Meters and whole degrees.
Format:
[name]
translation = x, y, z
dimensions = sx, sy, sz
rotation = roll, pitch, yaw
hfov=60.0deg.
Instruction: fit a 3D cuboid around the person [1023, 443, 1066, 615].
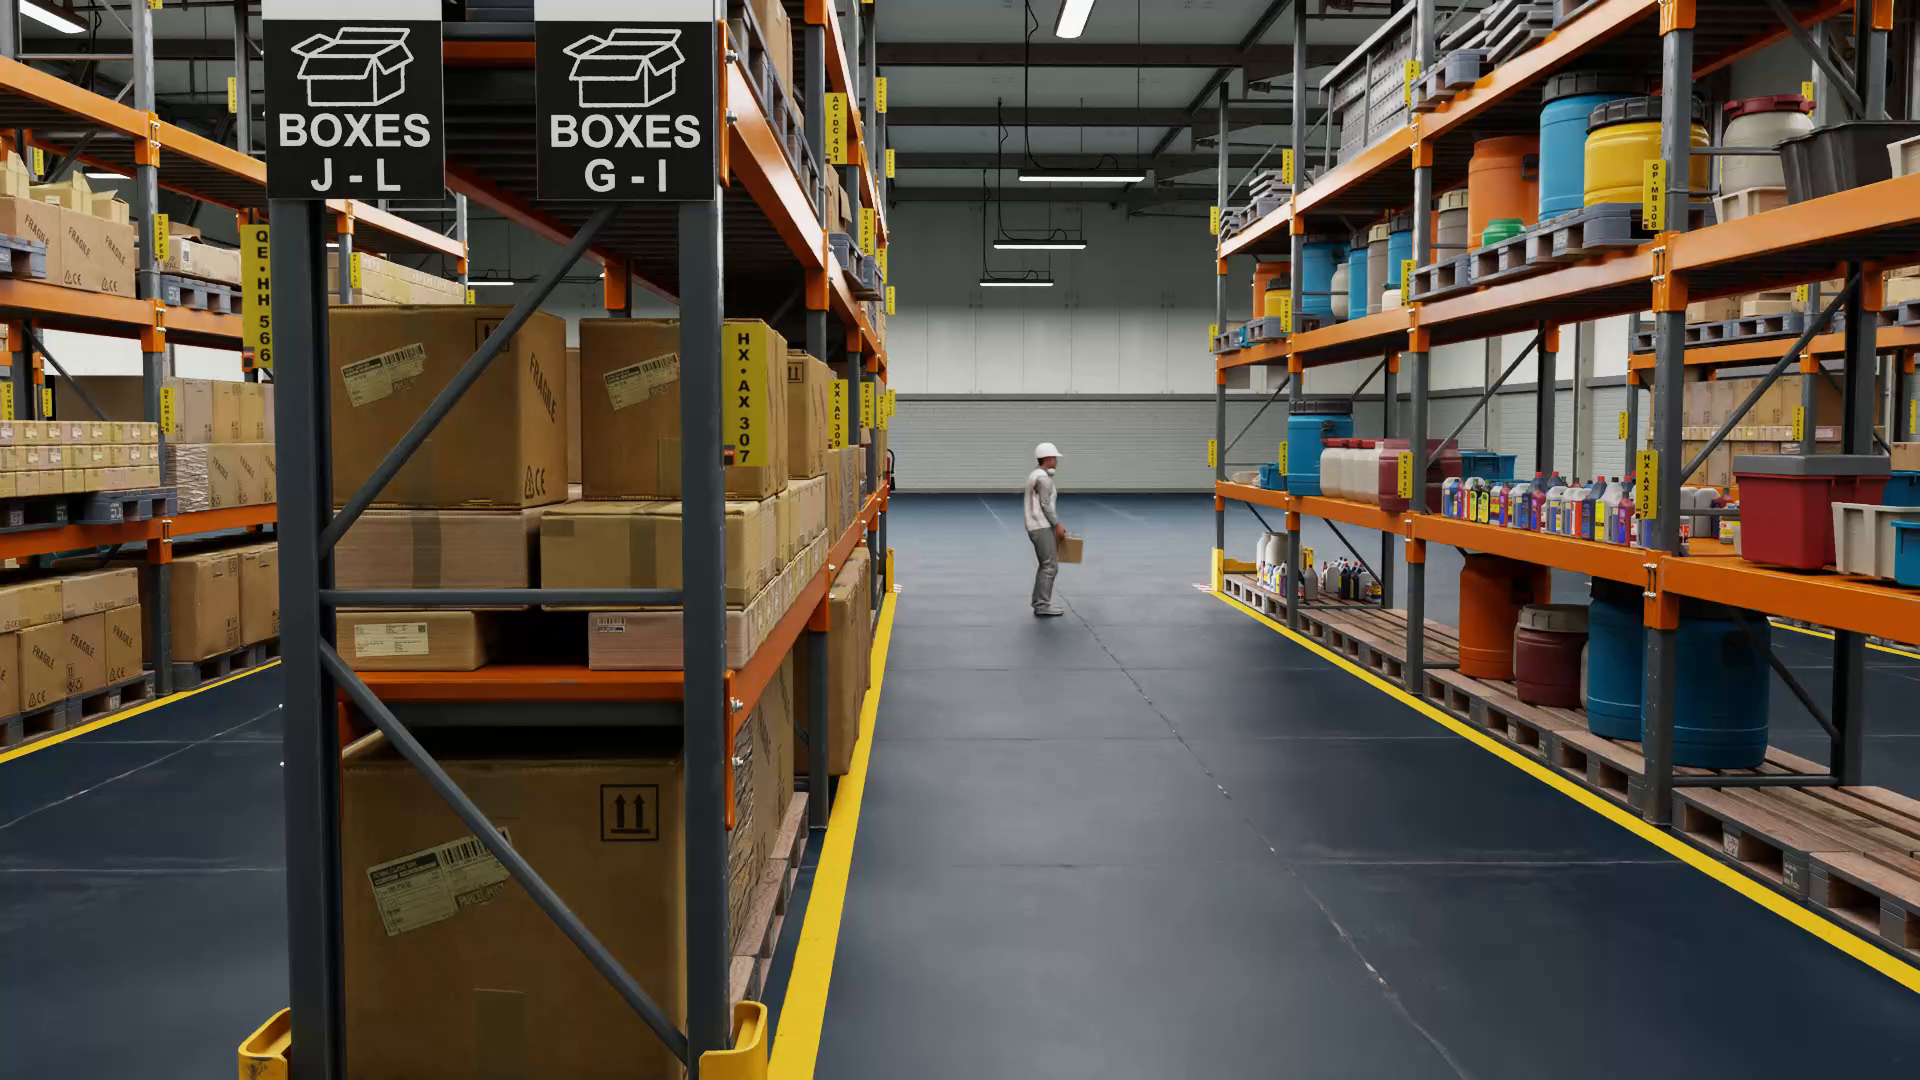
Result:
[person]
translation = 0.877, -0.122, 17.347
dimensions = 0.434, 1.778, 0.553
rotation = 0, 4, -3
